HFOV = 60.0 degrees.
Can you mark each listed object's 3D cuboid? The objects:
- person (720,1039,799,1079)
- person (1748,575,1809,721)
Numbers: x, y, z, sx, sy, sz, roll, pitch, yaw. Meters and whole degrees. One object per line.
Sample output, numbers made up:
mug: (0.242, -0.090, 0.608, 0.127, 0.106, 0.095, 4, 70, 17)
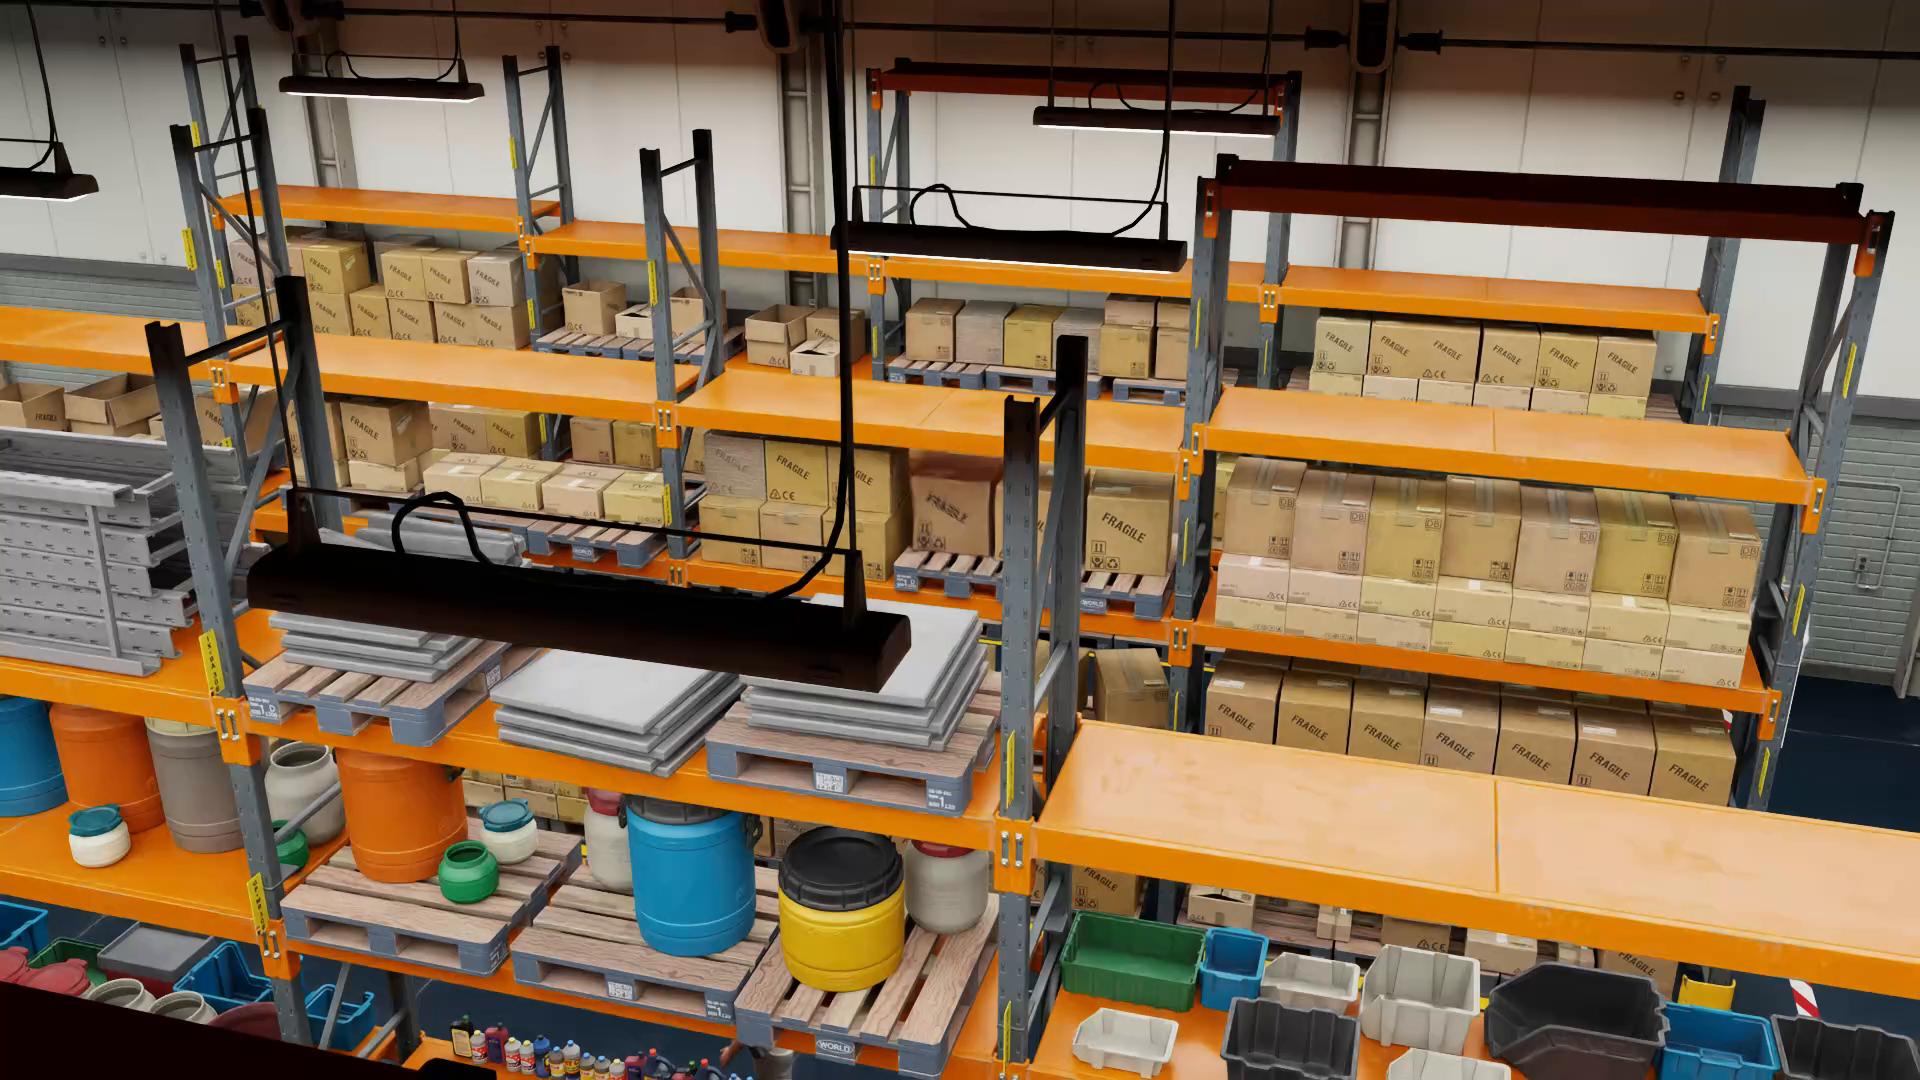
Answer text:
person: (-1.265, 3.223, 10.752, 0.691, 1.761, 0.586, 11, 25, 24)
person: (7.835, 1.104, 16.051, 0.590, 1.703, 0.785, 14, 26, 29)
